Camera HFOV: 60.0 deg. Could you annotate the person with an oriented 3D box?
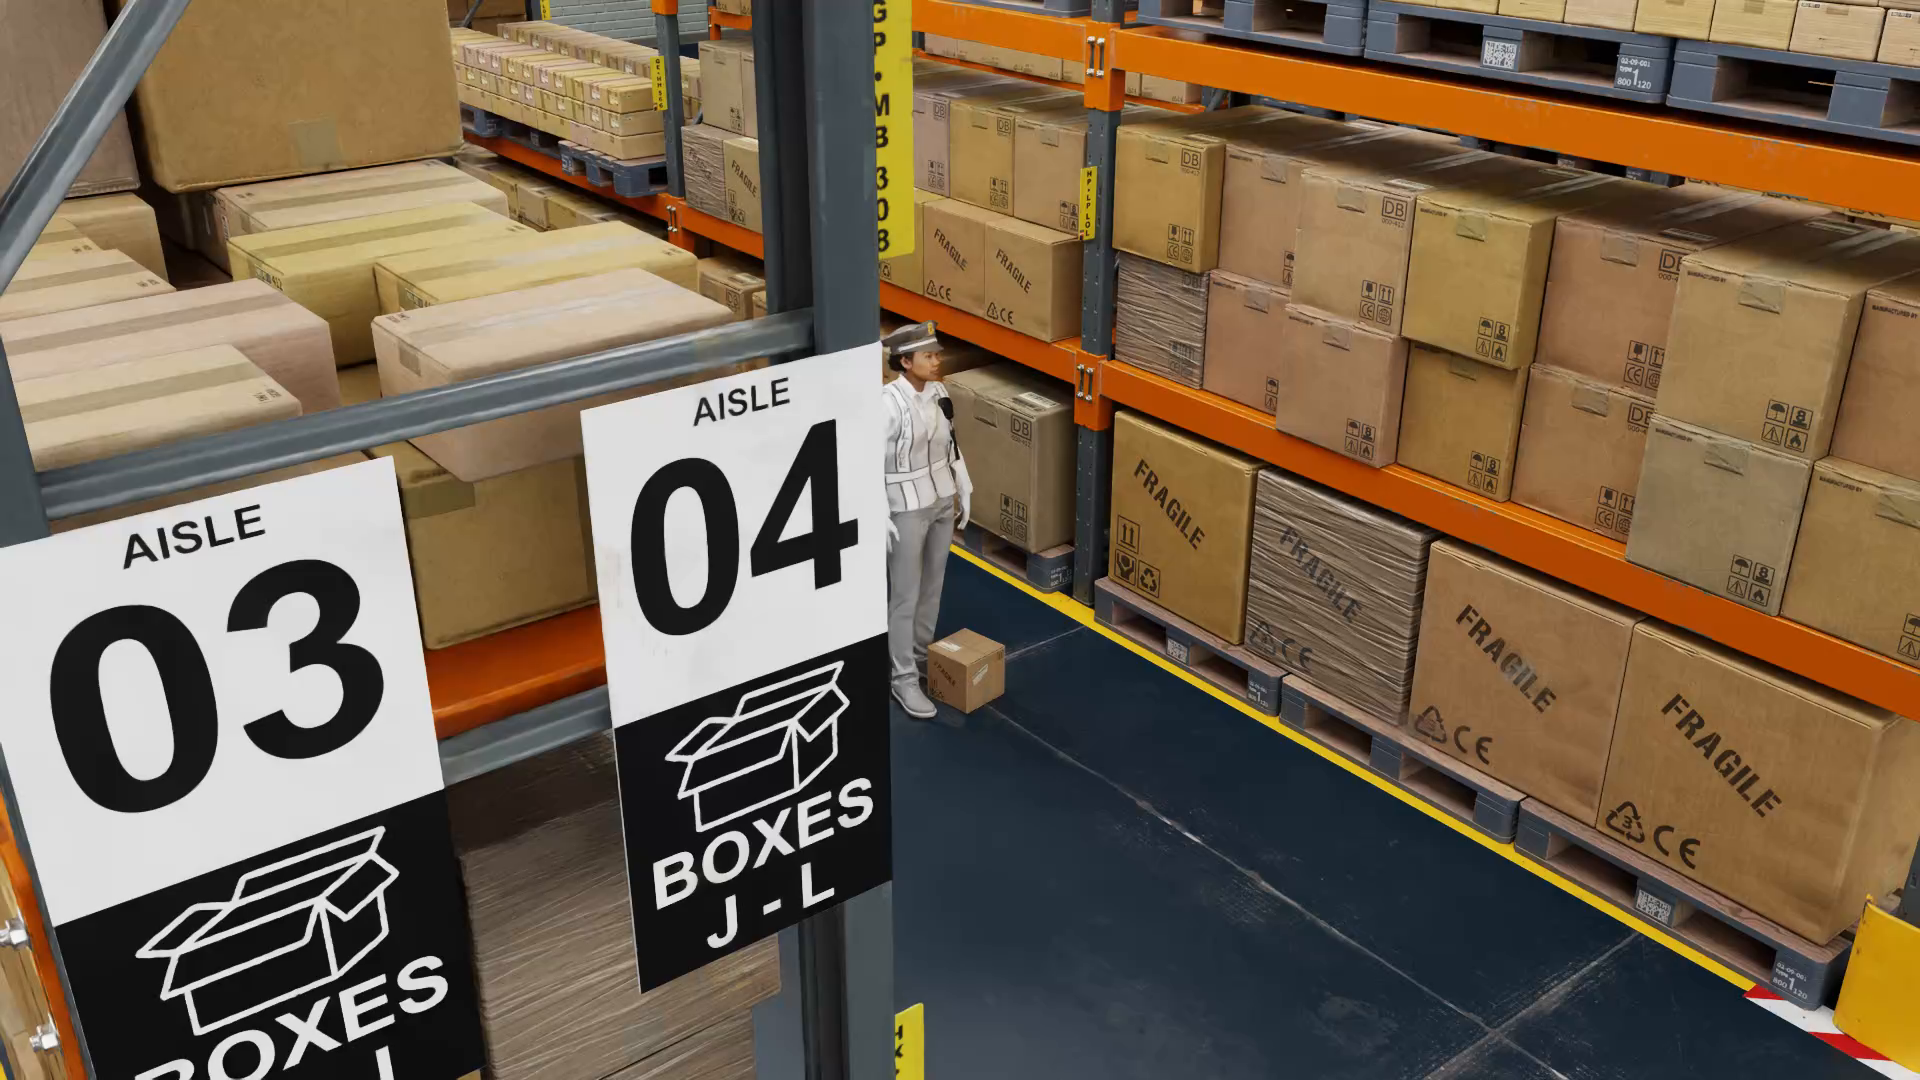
[{"bbox_3d":[-0.138,-0.126,7.317,0.587,1.694,0.529,-23,33,-40],"label":"person"}]
